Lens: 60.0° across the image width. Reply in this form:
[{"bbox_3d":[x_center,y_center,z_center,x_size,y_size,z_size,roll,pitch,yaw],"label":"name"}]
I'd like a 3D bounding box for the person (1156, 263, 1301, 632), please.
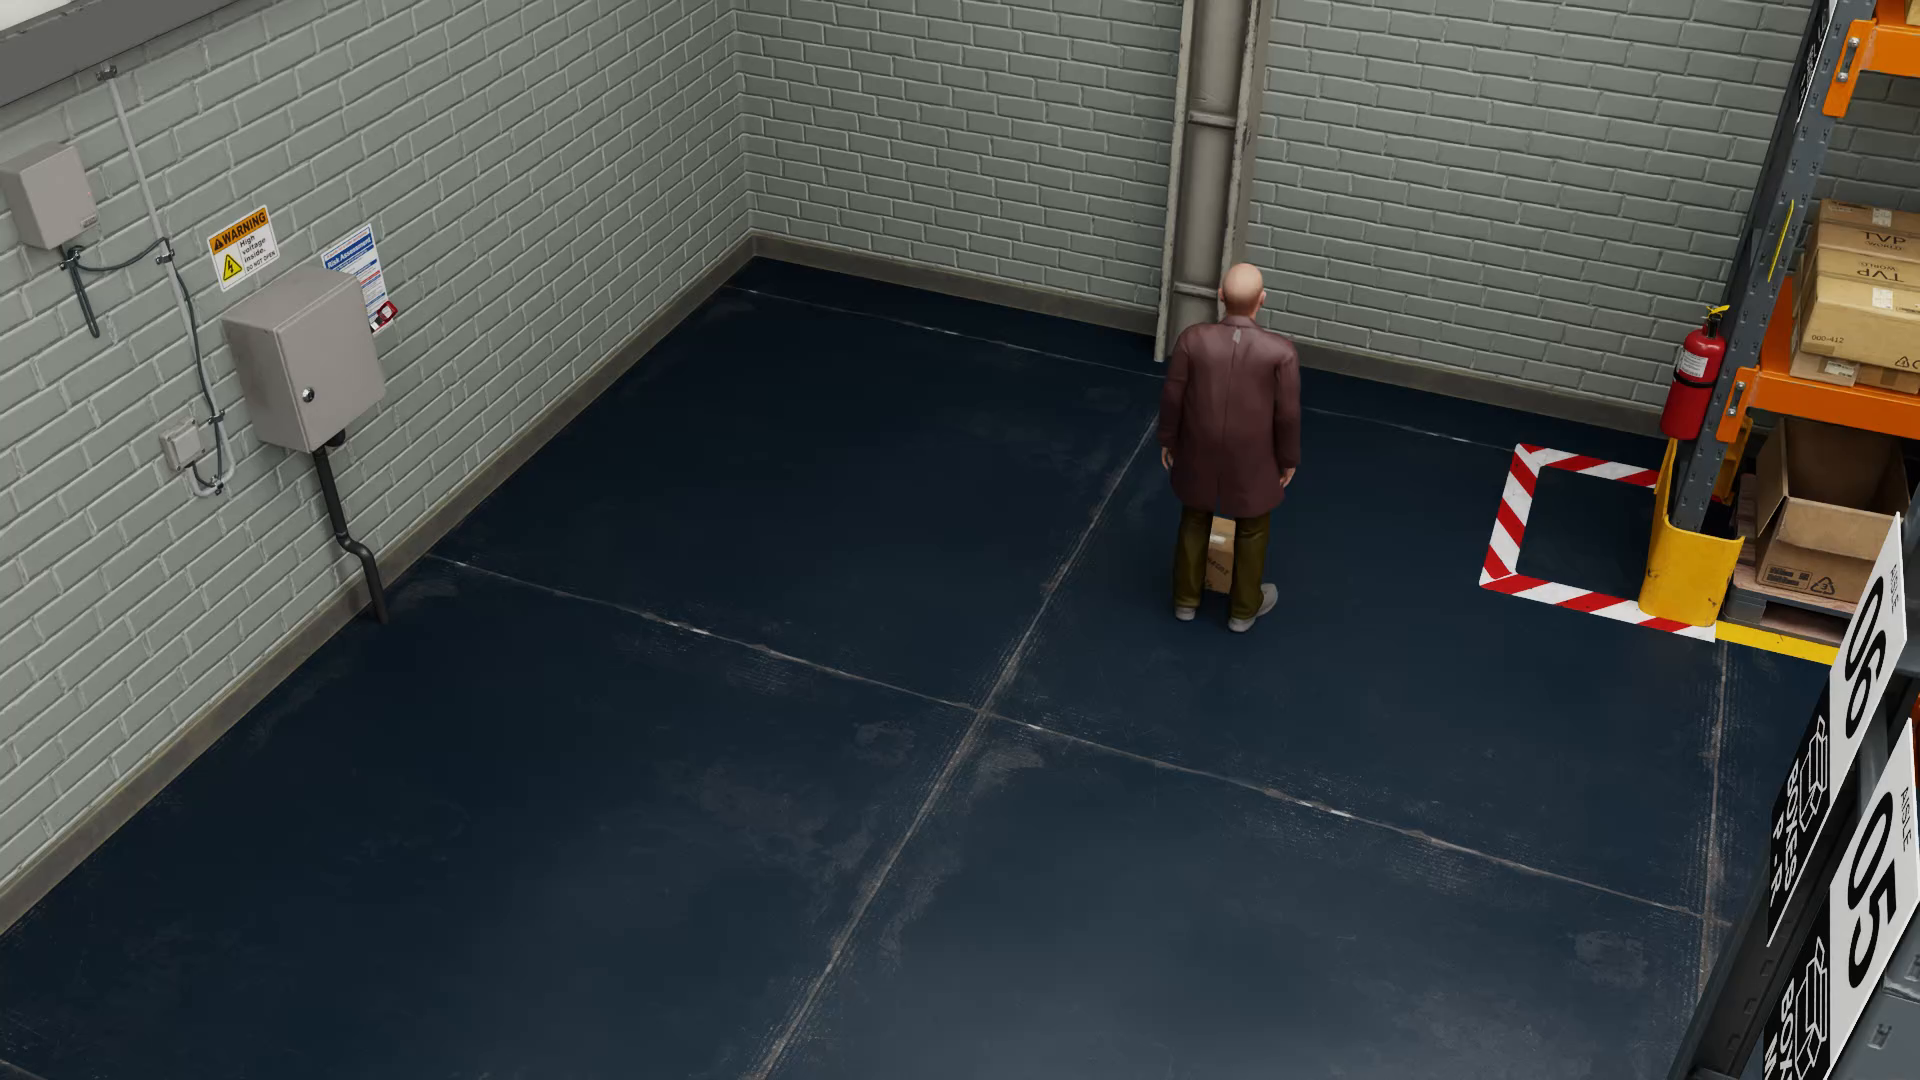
[{"bbox_3d":[1.183,-0.392,7.354,0.643,1.772,0.429,12,39,16],"label":"person"}]
